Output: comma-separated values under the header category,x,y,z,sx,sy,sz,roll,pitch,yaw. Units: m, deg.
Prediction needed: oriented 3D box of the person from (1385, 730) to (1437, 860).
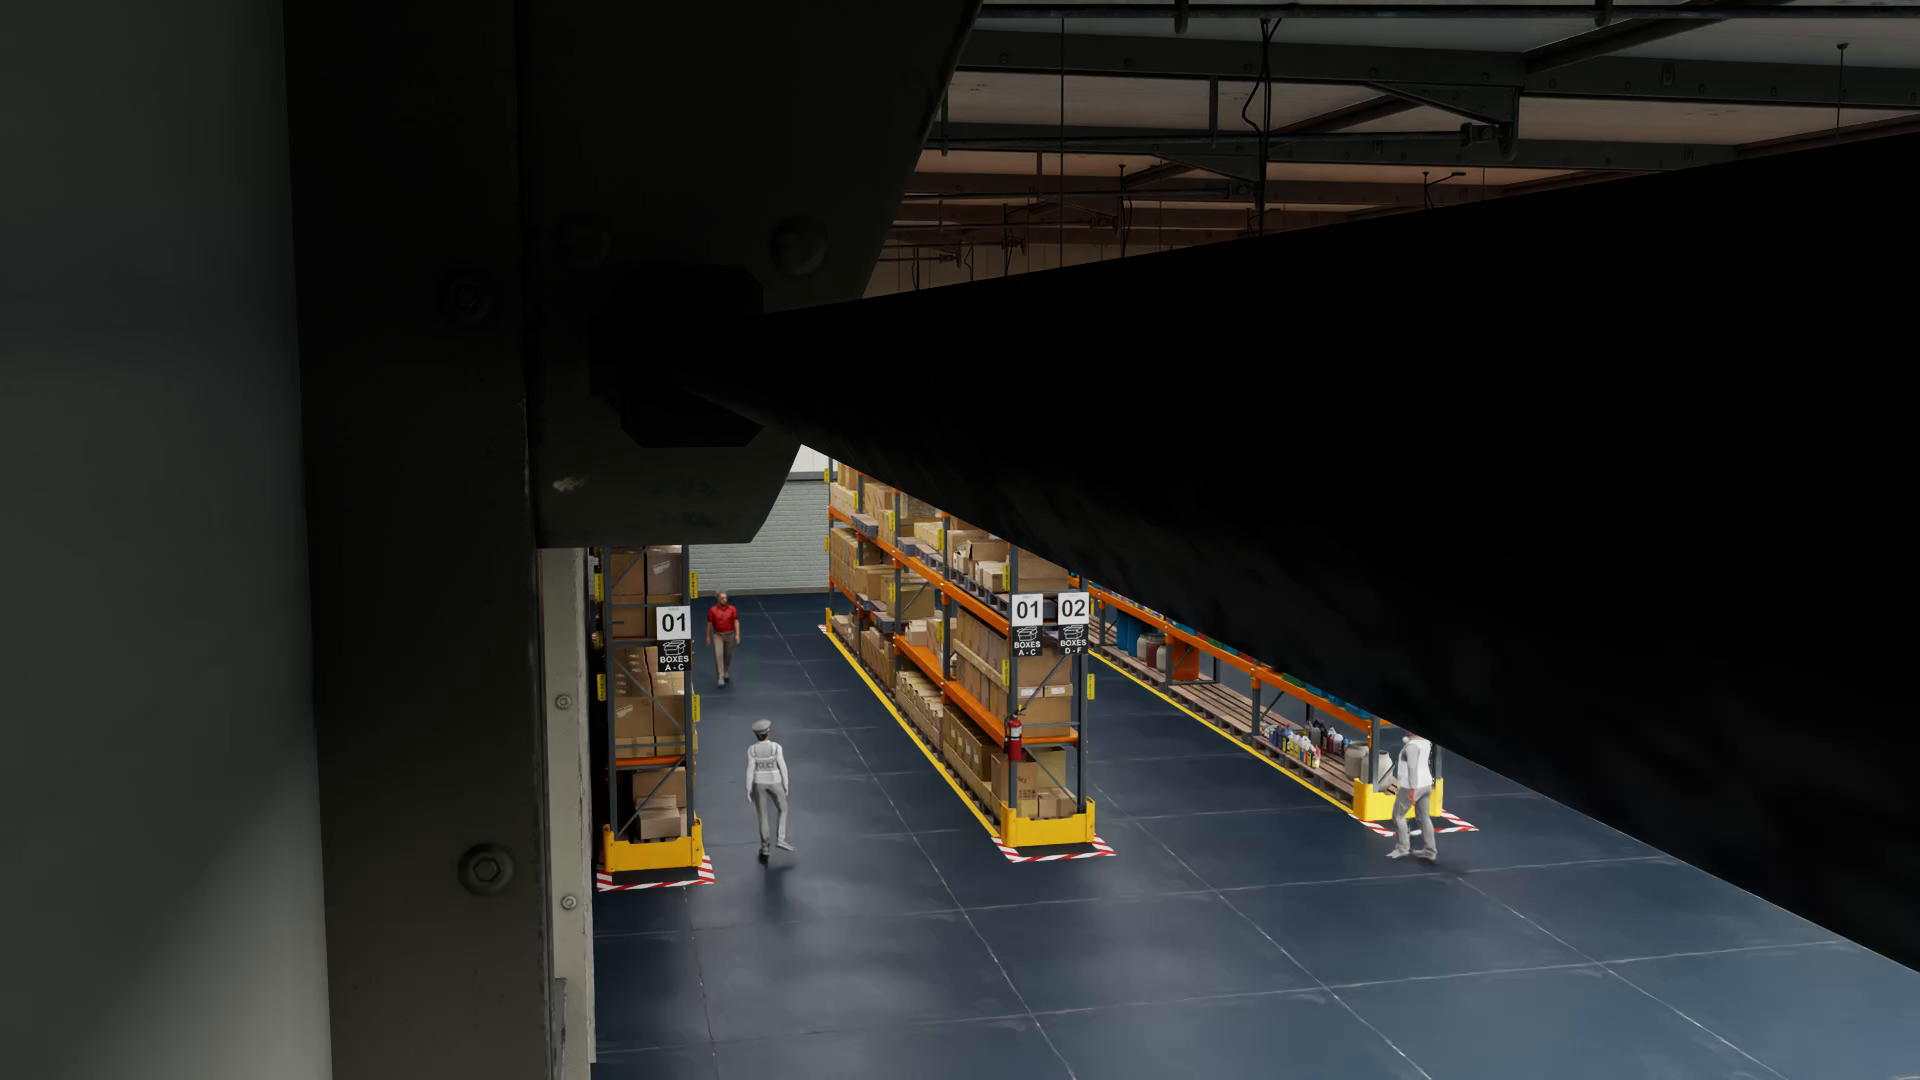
category,x,y,z,sx,sy,sz,roll,pitch,yaw
person,5.623,3.081,20.423,0.558,1.754,0.586,-6,9,-43

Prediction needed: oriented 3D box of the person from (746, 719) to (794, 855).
category,x,y,z,sx,sy,sz,roll,pitch,yaw
person,-2.354,3.056,20.555,0.582,1.671,0.430,0,7,-3

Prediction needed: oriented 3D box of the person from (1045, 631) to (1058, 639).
category,x,y,z,sx,sy,sz,roll,pitch,yaw
person,1.631,2.134,28.562,0.526,1.643,0.464,-1,7,-9

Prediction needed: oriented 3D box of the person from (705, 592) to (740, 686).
category,x,y,z,sx,sy,sz,roll,pitch,yaw
person,-4.392,1.807,30.928,0.596,1.658,1.062,-3,7,-21
